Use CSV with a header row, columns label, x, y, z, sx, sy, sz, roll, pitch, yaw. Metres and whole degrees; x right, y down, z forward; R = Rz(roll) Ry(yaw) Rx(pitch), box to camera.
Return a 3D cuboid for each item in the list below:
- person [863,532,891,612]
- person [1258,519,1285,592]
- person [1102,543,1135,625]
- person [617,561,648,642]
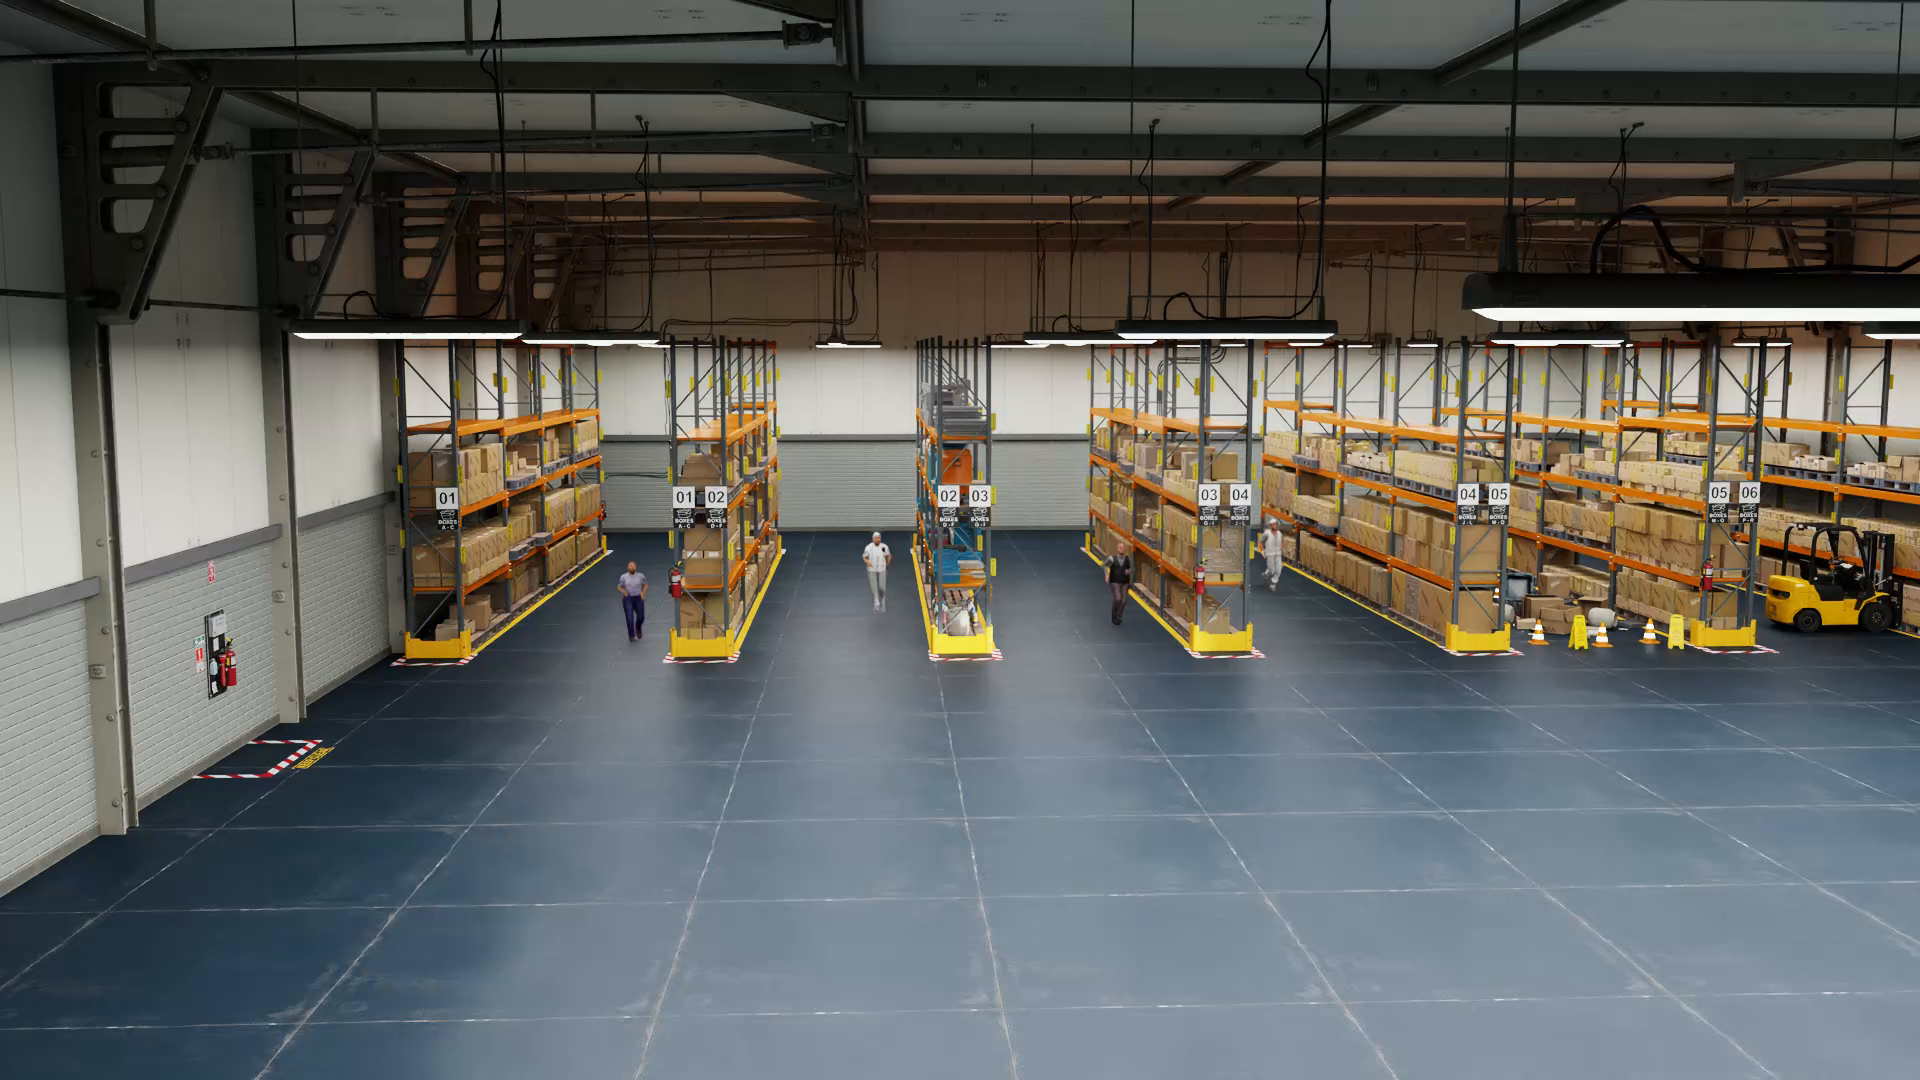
label,x,y,z,sx,sy,sz,roll,pitch,yaw
person,-1.739,0.683,34.864,0.603,1.692,0.574,0,7,-4
person,7.452,0.367,39.634,0.657,1.743,0.605,-2,7,-15
person,3.337,0.921,34.657,0.644,1.698,0.639,-1,7,-12
person,-6.426,1.212,32.726,0.598,1.601,0.557,-2,7,-16
